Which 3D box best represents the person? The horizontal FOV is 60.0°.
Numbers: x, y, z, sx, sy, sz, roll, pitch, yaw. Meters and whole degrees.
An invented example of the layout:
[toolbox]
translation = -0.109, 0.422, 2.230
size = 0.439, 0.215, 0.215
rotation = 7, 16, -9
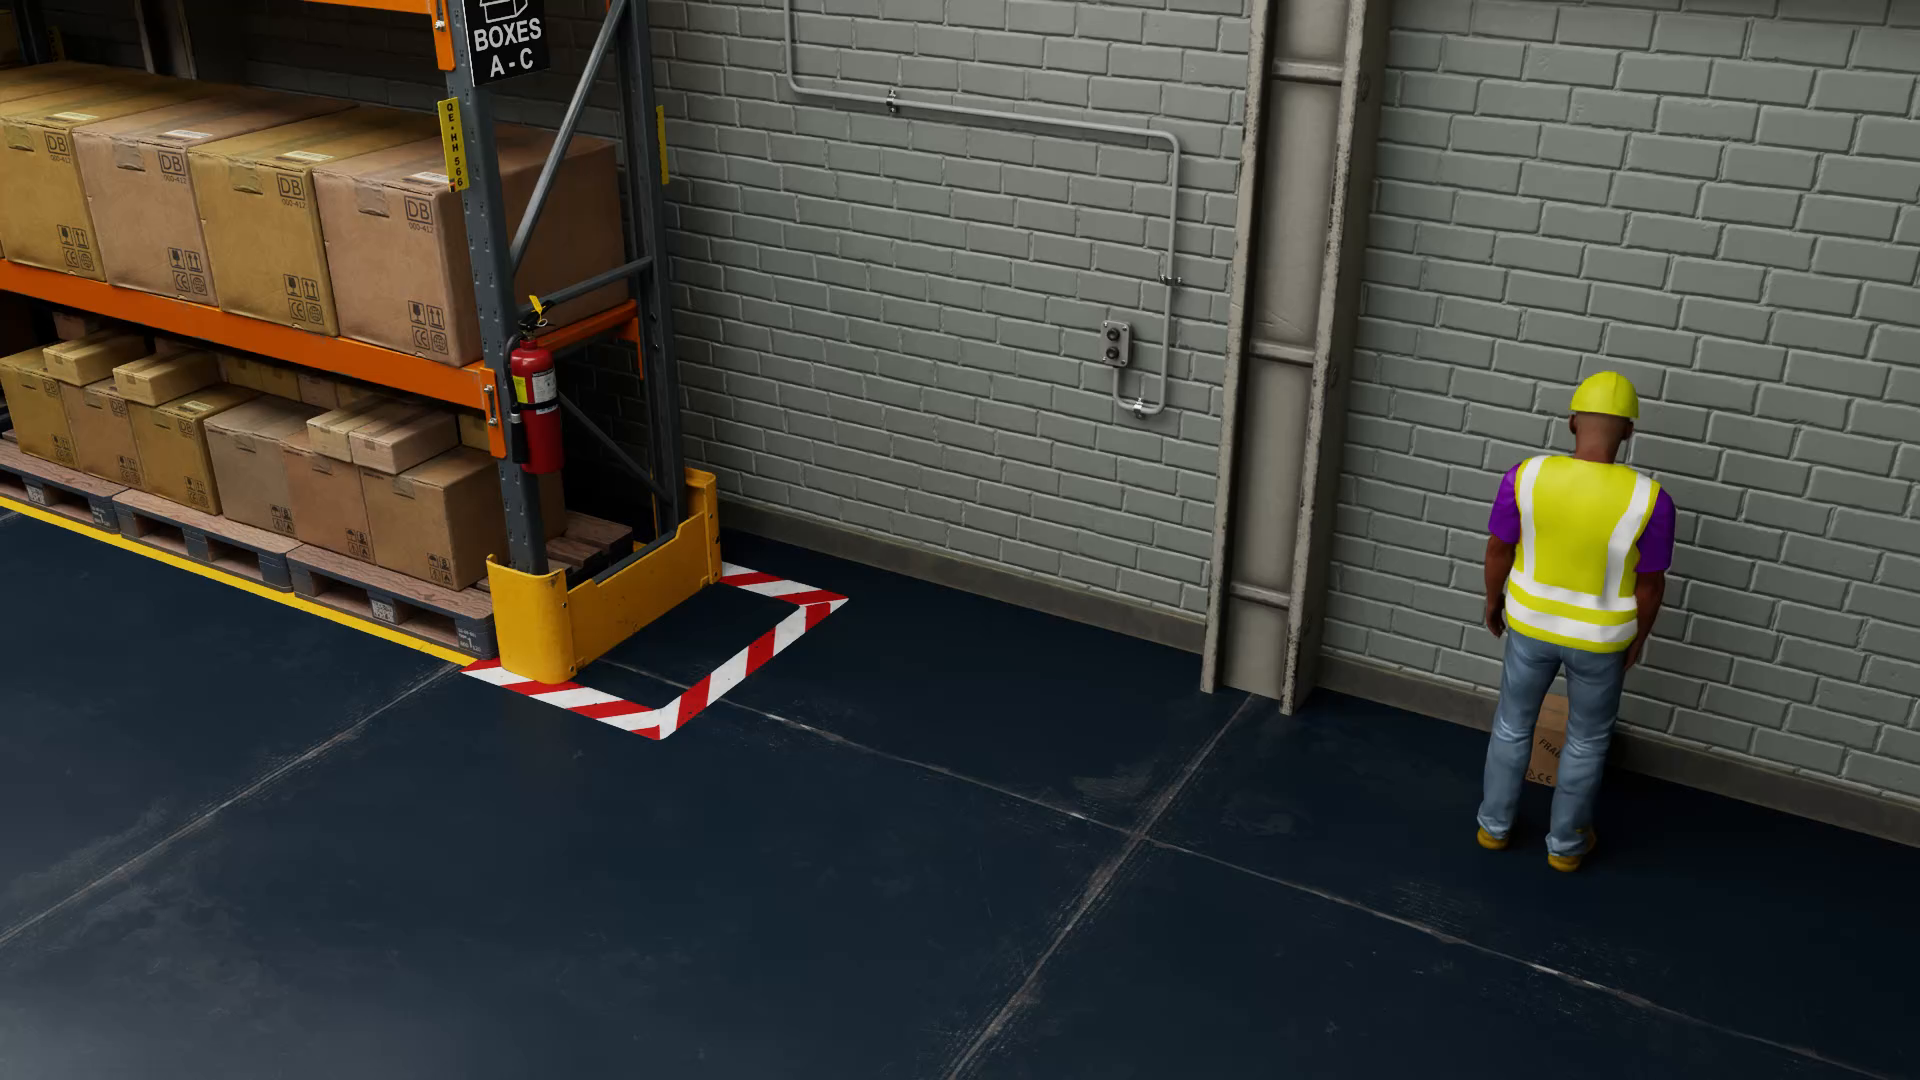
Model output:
[person]
translation = 2.014, 0.278, 5.538
size = 0.571, 1.754, 0.379
rotation = 15, 30, 27
